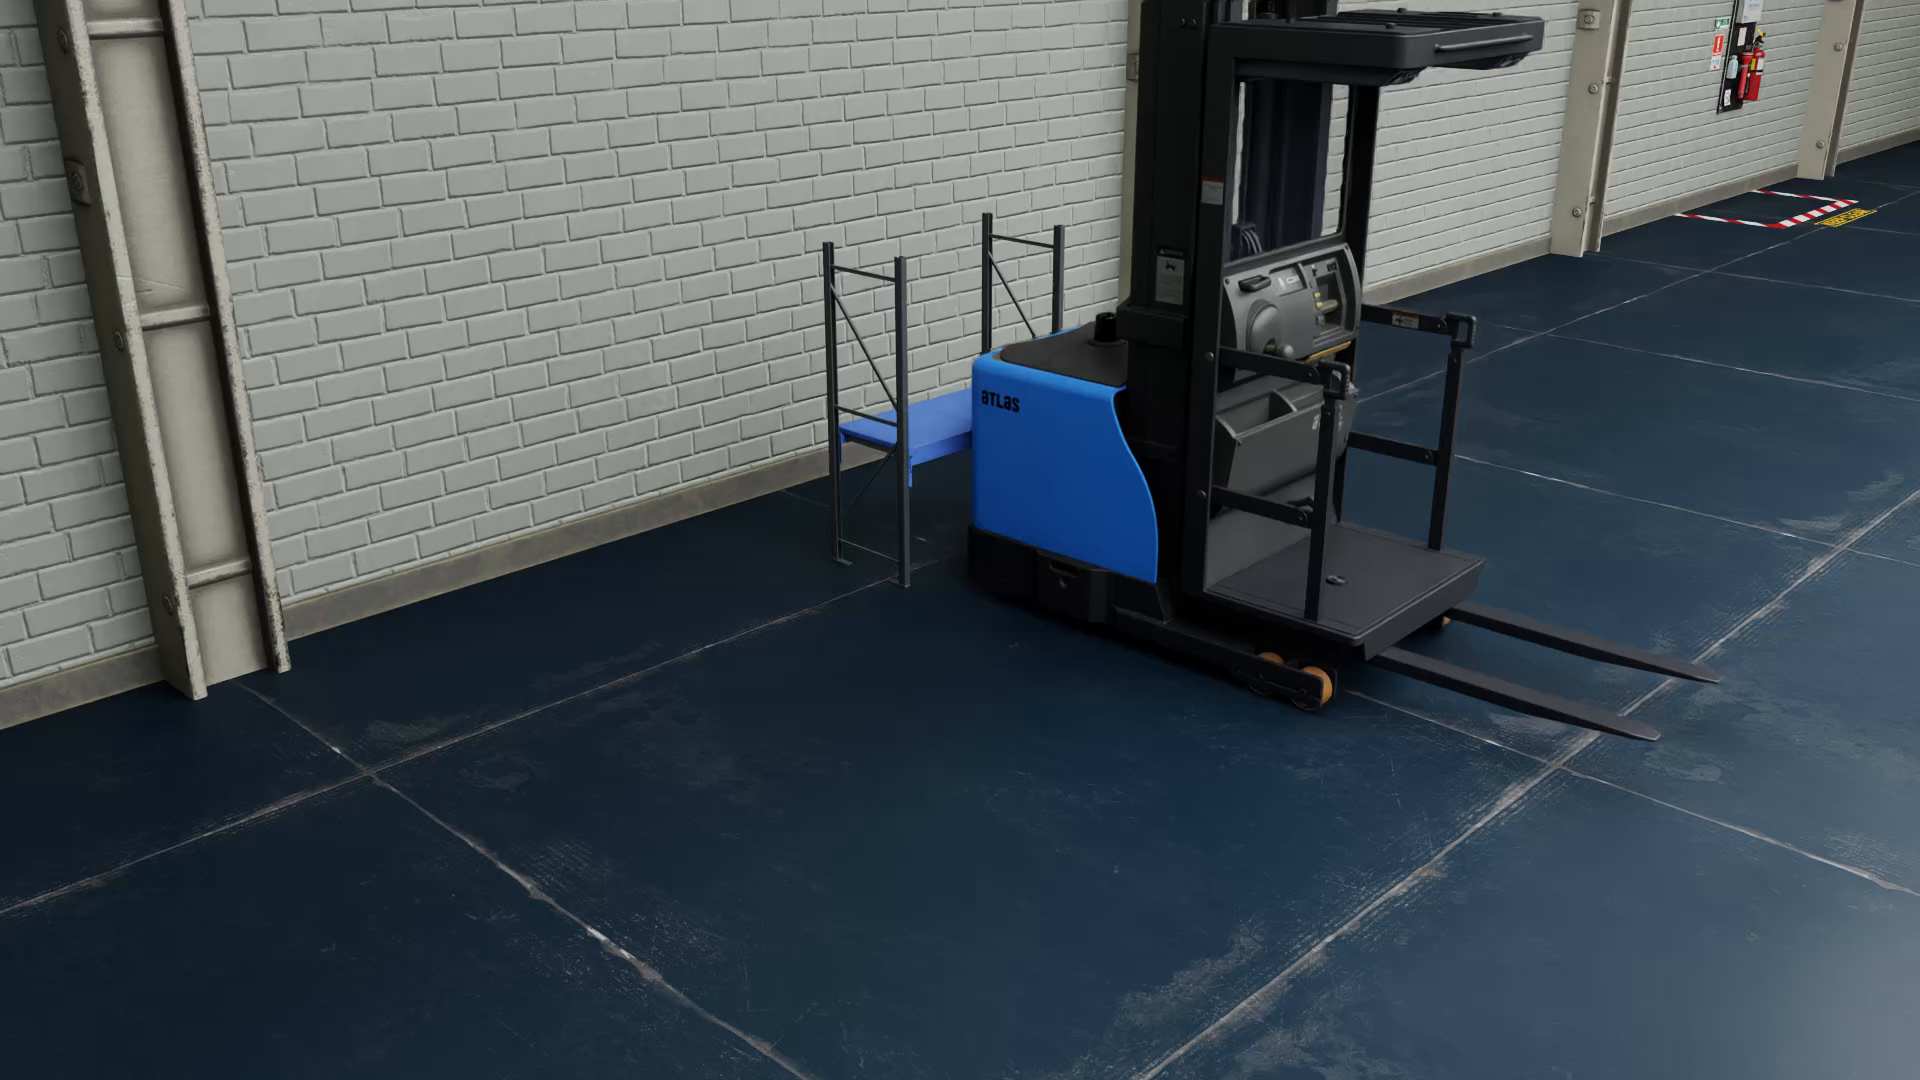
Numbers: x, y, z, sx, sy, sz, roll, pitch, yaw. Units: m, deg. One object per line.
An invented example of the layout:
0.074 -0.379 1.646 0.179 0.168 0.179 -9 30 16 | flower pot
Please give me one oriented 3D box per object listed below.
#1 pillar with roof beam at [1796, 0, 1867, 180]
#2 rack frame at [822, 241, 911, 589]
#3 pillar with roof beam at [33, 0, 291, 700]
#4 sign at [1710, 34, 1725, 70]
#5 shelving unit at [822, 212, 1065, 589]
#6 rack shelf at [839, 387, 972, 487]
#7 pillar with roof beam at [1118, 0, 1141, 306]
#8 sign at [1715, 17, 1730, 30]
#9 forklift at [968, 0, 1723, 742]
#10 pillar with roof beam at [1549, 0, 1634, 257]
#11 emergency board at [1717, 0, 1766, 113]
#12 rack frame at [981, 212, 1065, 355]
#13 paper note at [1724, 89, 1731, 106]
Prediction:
12.694 -7.216 14.306 9.100 9.000 0.400 19 28 41 | pillar with roof beam
-0.414 -0.547 7.408 0.500 1.500 0.032 19 28 41 | rack frame
0.137 -2.589 2.268 9.100 9.000 0.400 19 28 41 | pillar with roof beam
7.399 -4.768 16.249 0.001 0.329 0.234 19 28 41 | sign
-0.060 -0.678 7.748 0.538 1.500 1.048 19 28 41 | shelving unit
-0.060 -0.510 7.813 0.538 0.185 1.000 19 28 41 | rack shelf
4.323 -4.131 6.280 9.100 9.000 0.400 19 28 41 | pillar with roof beam
7.408 -5.014 16.151 0.001 0.109 0.331 19 28 41 | sign
1.468 -0.927 6.402 3.031 2.935 1.130 18 27 39 | forklift
8.509 -5.674 10.293 9.100 9.000 0.400 19 28 41 | pillar with roof beam
7.859 -4.868 16.558 0.194 1.169 0.643 19 28 41 | emergency board
0.295 -0.809 8.088 0.500 1.500 0.032 19 28 41 | rack frame
7.686 -4.428 16.642 0.016 0.148 0.142 19 28 41 | paper note
